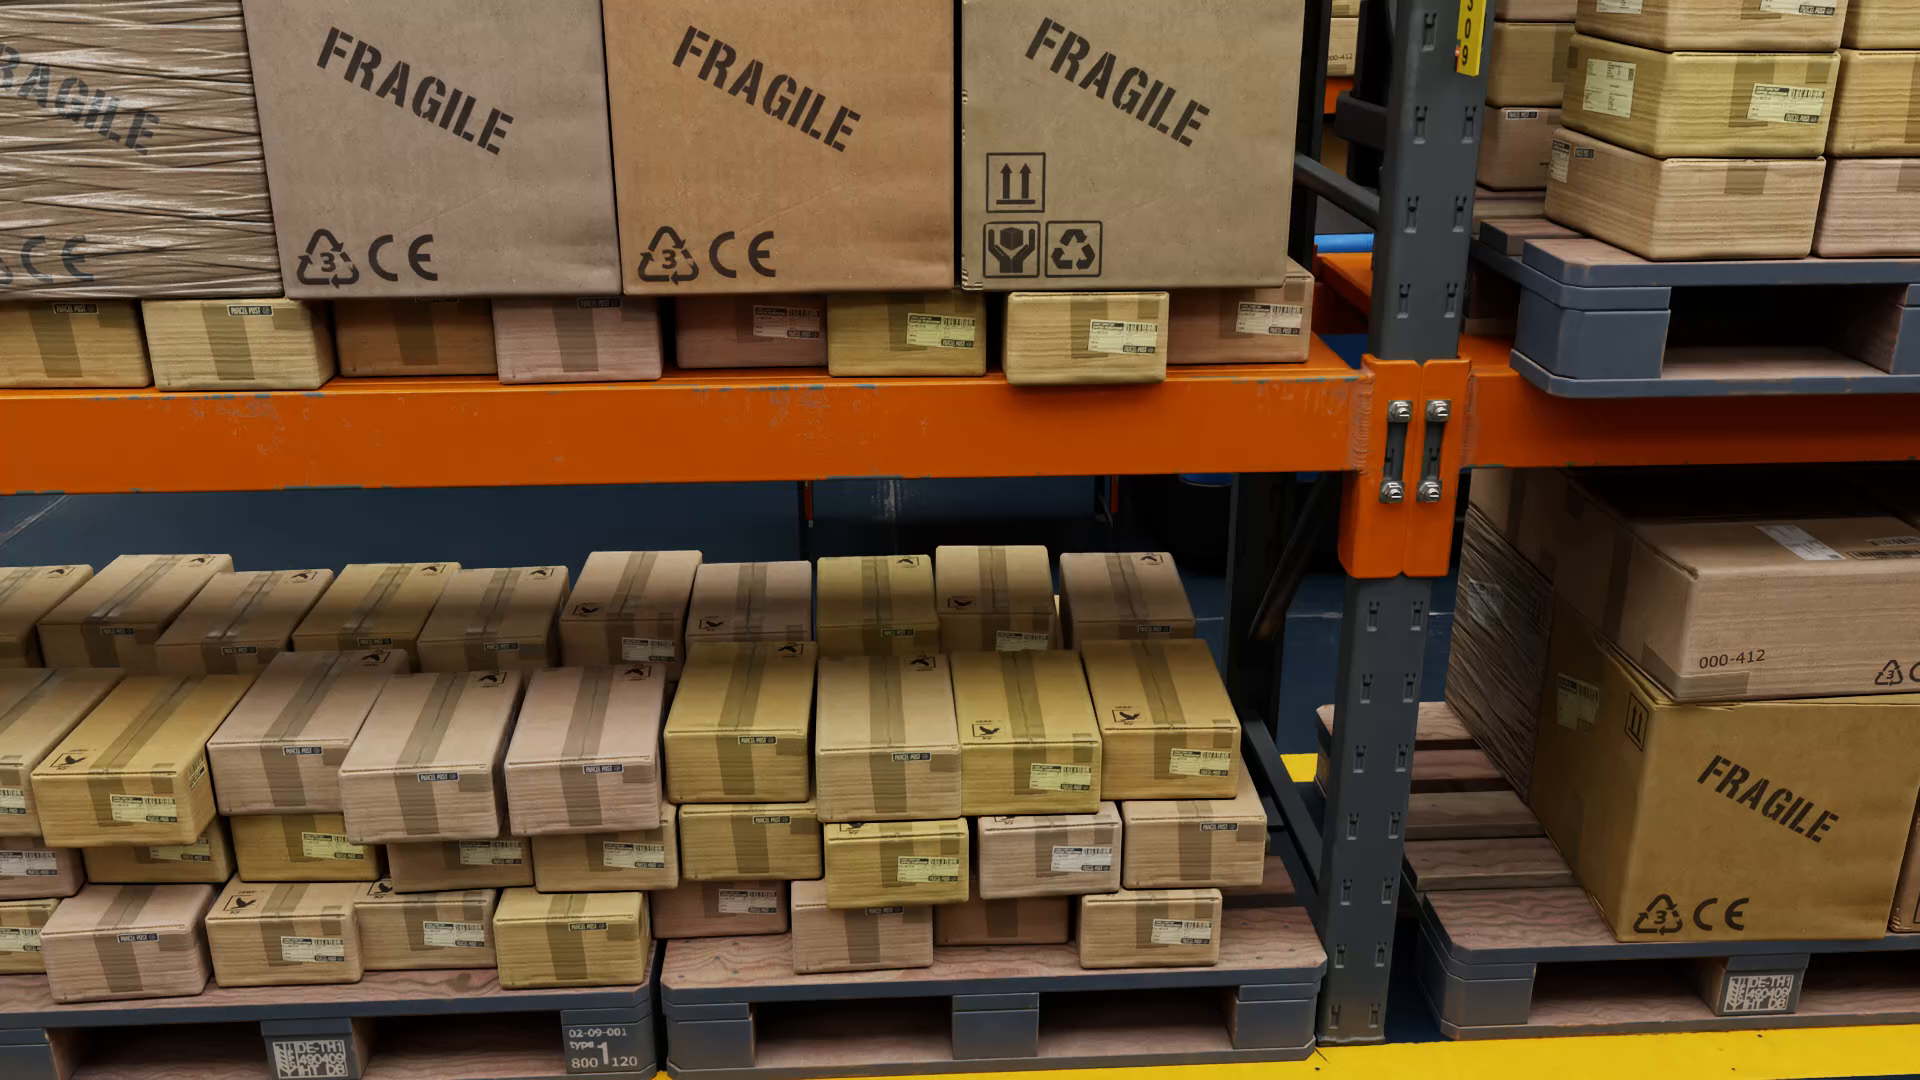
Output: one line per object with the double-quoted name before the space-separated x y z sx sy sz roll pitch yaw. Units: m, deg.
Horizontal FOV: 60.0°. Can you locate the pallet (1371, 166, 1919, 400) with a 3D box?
"pallet" 1.478 -0.503 2.995 1.213 0.211 1.003 -1 21 -3

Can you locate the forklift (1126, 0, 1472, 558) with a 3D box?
"forklift" 2.119 -1.508 5.461 3.031 2.935 1.130 -3 21 -8

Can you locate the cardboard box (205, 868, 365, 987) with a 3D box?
"cardboard box" -1.202 0.656 3.099 0.250 0.149 0.380 -1 21 -3

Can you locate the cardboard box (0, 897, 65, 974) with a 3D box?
"cardboard box" -1.731 0.645 3.128 0.250 0.149 0.380 -1 21 -3

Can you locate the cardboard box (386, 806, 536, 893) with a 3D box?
"cardboard box" -0.904 0.490 3.116 0.250 0.149 0.380 -2 21 -6

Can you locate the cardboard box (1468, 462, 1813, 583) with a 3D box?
"cardboard box" 1.435 -0.112 3.568 0.500 0.250 0.500 -2 21 -4

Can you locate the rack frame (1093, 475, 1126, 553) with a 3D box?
"rack frame" 0.501 -0.536 5.448 0.032 1.125 0.500 -1 21 -3

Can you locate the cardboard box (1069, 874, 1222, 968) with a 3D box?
"cardboard box" 0.334 0.637 3.149 0.250 0.149 0.380 -1 21 -2

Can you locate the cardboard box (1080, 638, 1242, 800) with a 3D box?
"cardboard box" 0.366 0.329 3.121 0.250 0.149 0.380 -1 21 -2

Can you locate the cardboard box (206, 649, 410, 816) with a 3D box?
"cardboard box" -1.186 0.348 3.071 0.250 0.149 0.380 -1 21 -3

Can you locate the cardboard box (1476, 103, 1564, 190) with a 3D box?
"cardboard box" 1.091 -0.786 3.232 0.250 0.149 0.380 -2 21 -4

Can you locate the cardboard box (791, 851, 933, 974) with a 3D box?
"cardboard box" -0.190 0.641 3.139 0.250 0.149 0.380 -2 21 -5

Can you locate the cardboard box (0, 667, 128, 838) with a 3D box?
"cardboard box" -1.697 0.376 2.997 0.250 0.149 0.380 0 21 -1

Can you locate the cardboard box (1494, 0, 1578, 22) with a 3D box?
"cardboard box" 1.096 -1.063 3.123 0.250 0.149 0.380 0 21 -1

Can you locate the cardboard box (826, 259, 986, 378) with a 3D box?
"cardboard box" -0.087 -0.394 2.793 0.250 0.149 0.380 0 21 -1

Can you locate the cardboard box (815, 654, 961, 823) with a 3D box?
"cardboard box" -0.135 0.356 3.050 0.250 0.149 0.380 -1 21 -4

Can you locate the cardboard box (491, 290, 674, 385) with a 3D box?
"cardboard box" -0.615 -0.381 2.760 0.250 0.149 0.380 -2 21 -5

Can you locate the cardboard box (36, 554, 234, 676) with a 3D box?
"cardboard box" -1.741 0.167 3.547 0.250 0.149 0.380 0 21 -1

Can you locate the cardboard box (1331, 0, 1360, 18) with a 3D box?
"cardboard box" 1.802 -2.478 7.423 0.500 0.250 0.500 -1 21 -2

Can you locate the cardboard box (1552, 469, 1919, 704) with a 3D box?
"cardboard box" 1.459 0.072 3.085 0.500 0.250 0.500 -2 21 -5

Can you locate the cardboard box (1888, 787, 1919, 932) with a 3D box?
"cardboard box" 1.987 0.411 3.248 0.500 0.500 0.500 0 21 -1

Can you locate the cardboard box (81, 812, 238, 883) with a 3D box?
"cardboard box" -1.443 0.483 3.136 0.250 0.149 0.380 0 21 0

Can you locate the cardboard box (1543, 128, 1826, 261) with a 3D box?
"cardboard box" 1.126 -0.552 2.618 0.250 0.149 0.380 -2 21 -6

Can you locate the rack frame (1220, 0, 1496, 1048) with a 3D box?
"rack frame" 0.706 -0.628 3.056 0.127 3.000 1.000 -1 21 -3

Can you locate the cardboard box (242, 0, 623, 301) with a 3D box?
"cardboard box" -0.776 -0.684 2.644 0.500 0.500 0.500 -1 21 -3

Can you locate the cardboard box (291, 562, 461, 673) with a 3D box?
"cardboard box" -1.211 0.186 3.498 0.250 0.149 0.380 -1 21 -3

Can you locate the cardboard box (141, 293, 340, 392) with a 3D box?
"cardboard box" -1.122 -0.365 2.716 0.250 0.149 0.380 -1 21 -2

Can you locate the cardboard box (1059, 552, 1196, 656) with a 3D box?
"cardboard box" 0.350 0.163 3.557 0.250 0.149 0.380 0 21 -1

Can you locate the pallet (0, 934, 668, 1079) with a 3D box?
"pallet" -1.183 0.727 3.415 1.213 0.211 1.003 -1 21 -3

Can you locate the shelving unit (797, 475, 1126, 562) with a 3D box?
"shelving unit" -0.007 -0.526 5.420 1.048 1.125 0.538 -1 21 -3

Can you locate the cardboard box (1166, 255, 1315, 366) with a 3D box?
"cardboard box" 0.434 -0.422 2.867 0.250 0.149 0.380 -1 21 -4

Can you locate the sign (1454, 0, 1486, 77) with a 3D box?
"sign" 0.745 -0.840 2.396 0.005 0.325 0.100 -1 21 -3

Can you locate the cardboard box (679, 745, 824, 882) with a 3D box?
"cardboard box" -0.382 0.480 3.143 0.250 0.149 0.380 -1 21 -3

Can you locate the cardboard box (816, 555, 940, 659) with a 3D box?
"cardboard box" -0.178 0.170 3.538 0.250 0.149 0.380 -1 21 -4

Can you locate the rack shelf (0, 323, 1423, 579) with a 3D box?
"rack shelf" -1.291 -0.252 3.077 4.000 0.370 1.077 -1 21 -3

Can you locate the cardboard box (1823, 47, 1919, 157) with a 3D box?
"cardboard box" 1.384 -0.697 2.580 0.250 0.149 0.380 -2 21 -4

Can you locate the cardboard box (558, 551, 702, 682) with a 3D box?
"cardboard box" -0.695 0.160 3.566 0.250 0.149 0.380 -1 21 -2

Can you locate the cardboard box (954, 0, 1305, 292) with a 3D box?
"cardboard box" 0.239 -0.704 2.696 0.500 0.500 0.500 -1 21 -3

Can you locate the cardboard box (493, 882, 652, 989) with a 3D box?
"cardboard box" -0.699 0.658 3.094 0.250 0.149 0.380 -1 21 -3

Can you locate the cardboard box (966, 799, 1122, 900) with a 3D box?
"cardboard box" 0.140 0.498 3.096 0.250 0.149 0.380 -2 21 -6

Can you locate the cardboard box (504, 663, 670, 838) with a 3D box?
"cardboard box" -0.664 0.372 3.008 0.250 0.149 0.380 -2 21 -6

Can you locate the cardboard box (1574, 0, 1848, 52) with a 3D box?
"cardboard box" 1.126 -0.830 2.512 0.250 0.149 0.380 0 21 0
